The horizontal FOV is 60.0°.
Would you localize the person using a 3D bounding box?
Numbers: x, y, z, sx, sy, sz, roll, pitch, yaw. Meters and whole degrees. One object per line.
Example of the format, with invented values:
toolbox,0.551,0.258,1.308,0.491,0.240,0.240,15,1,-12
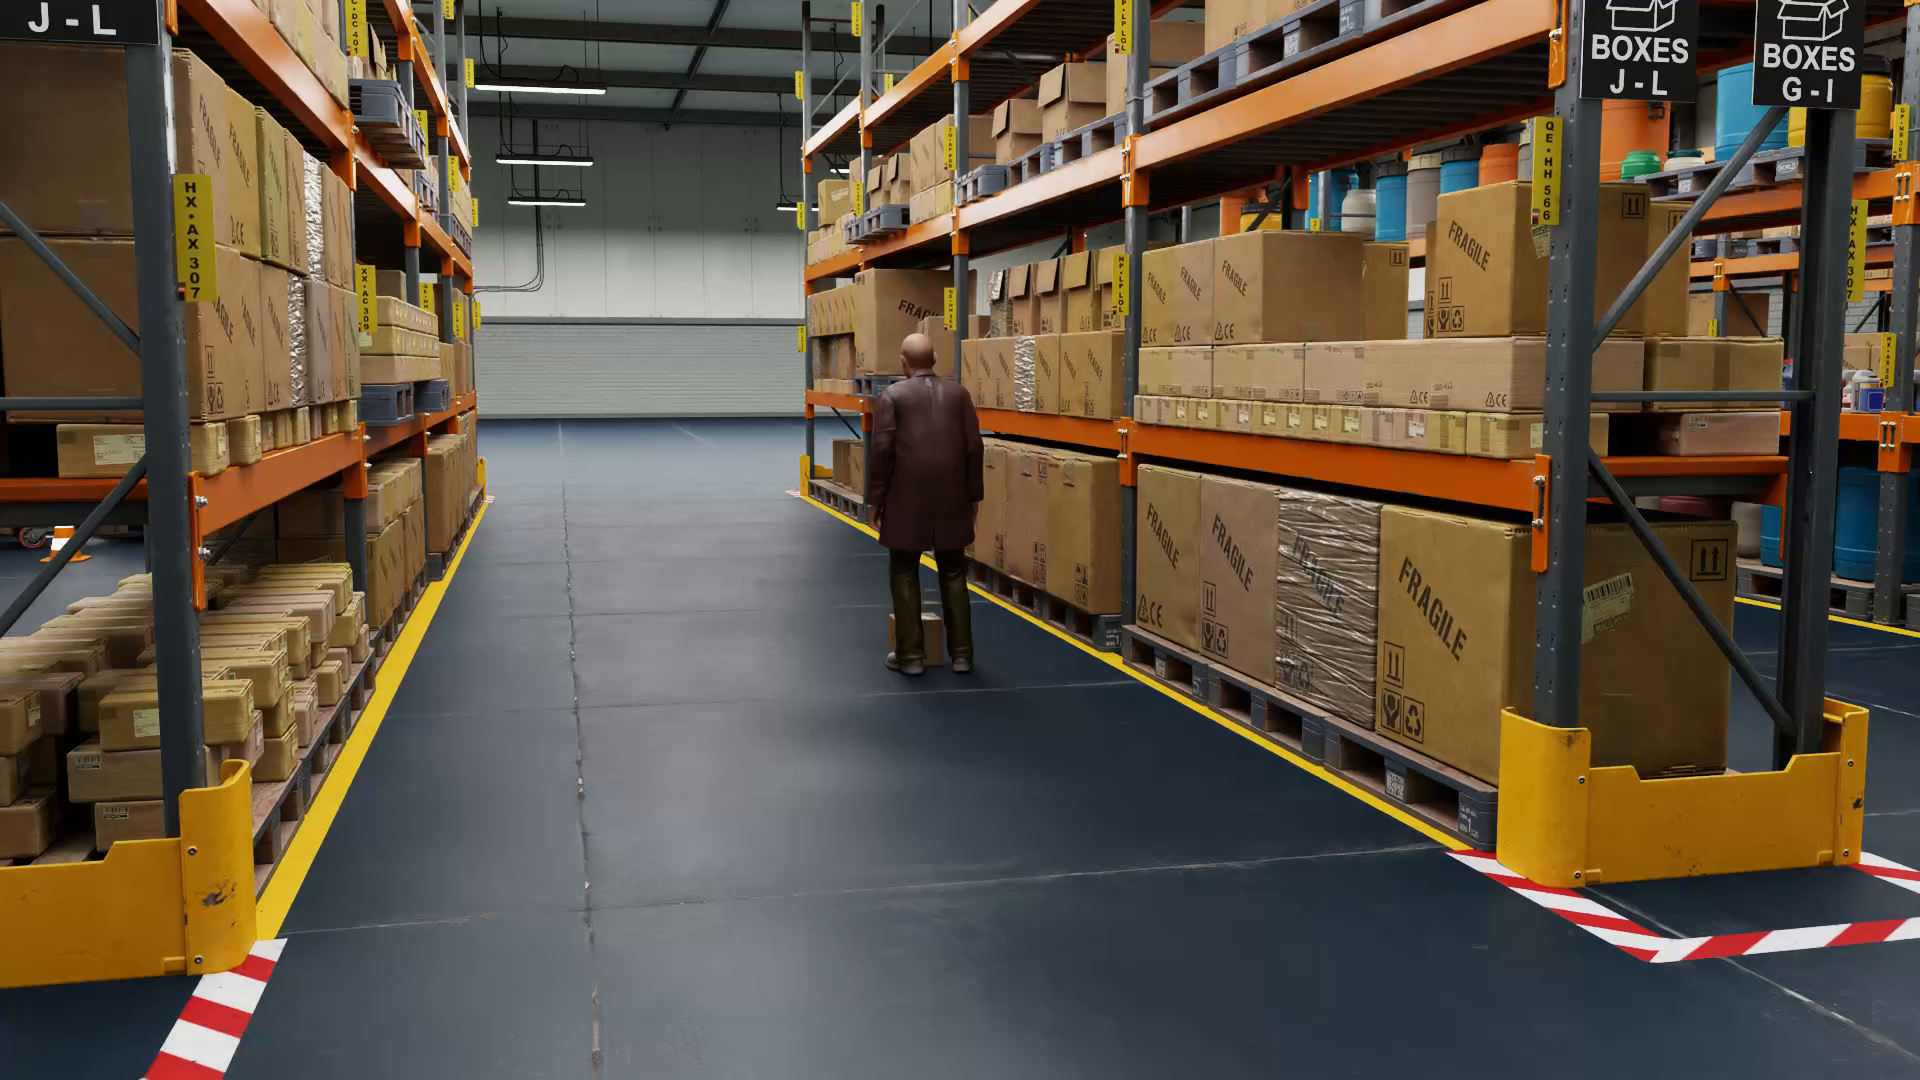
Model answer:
person,-0.186,-0.192,8.718,0.648,1.772,0.429,-2,6,-17
